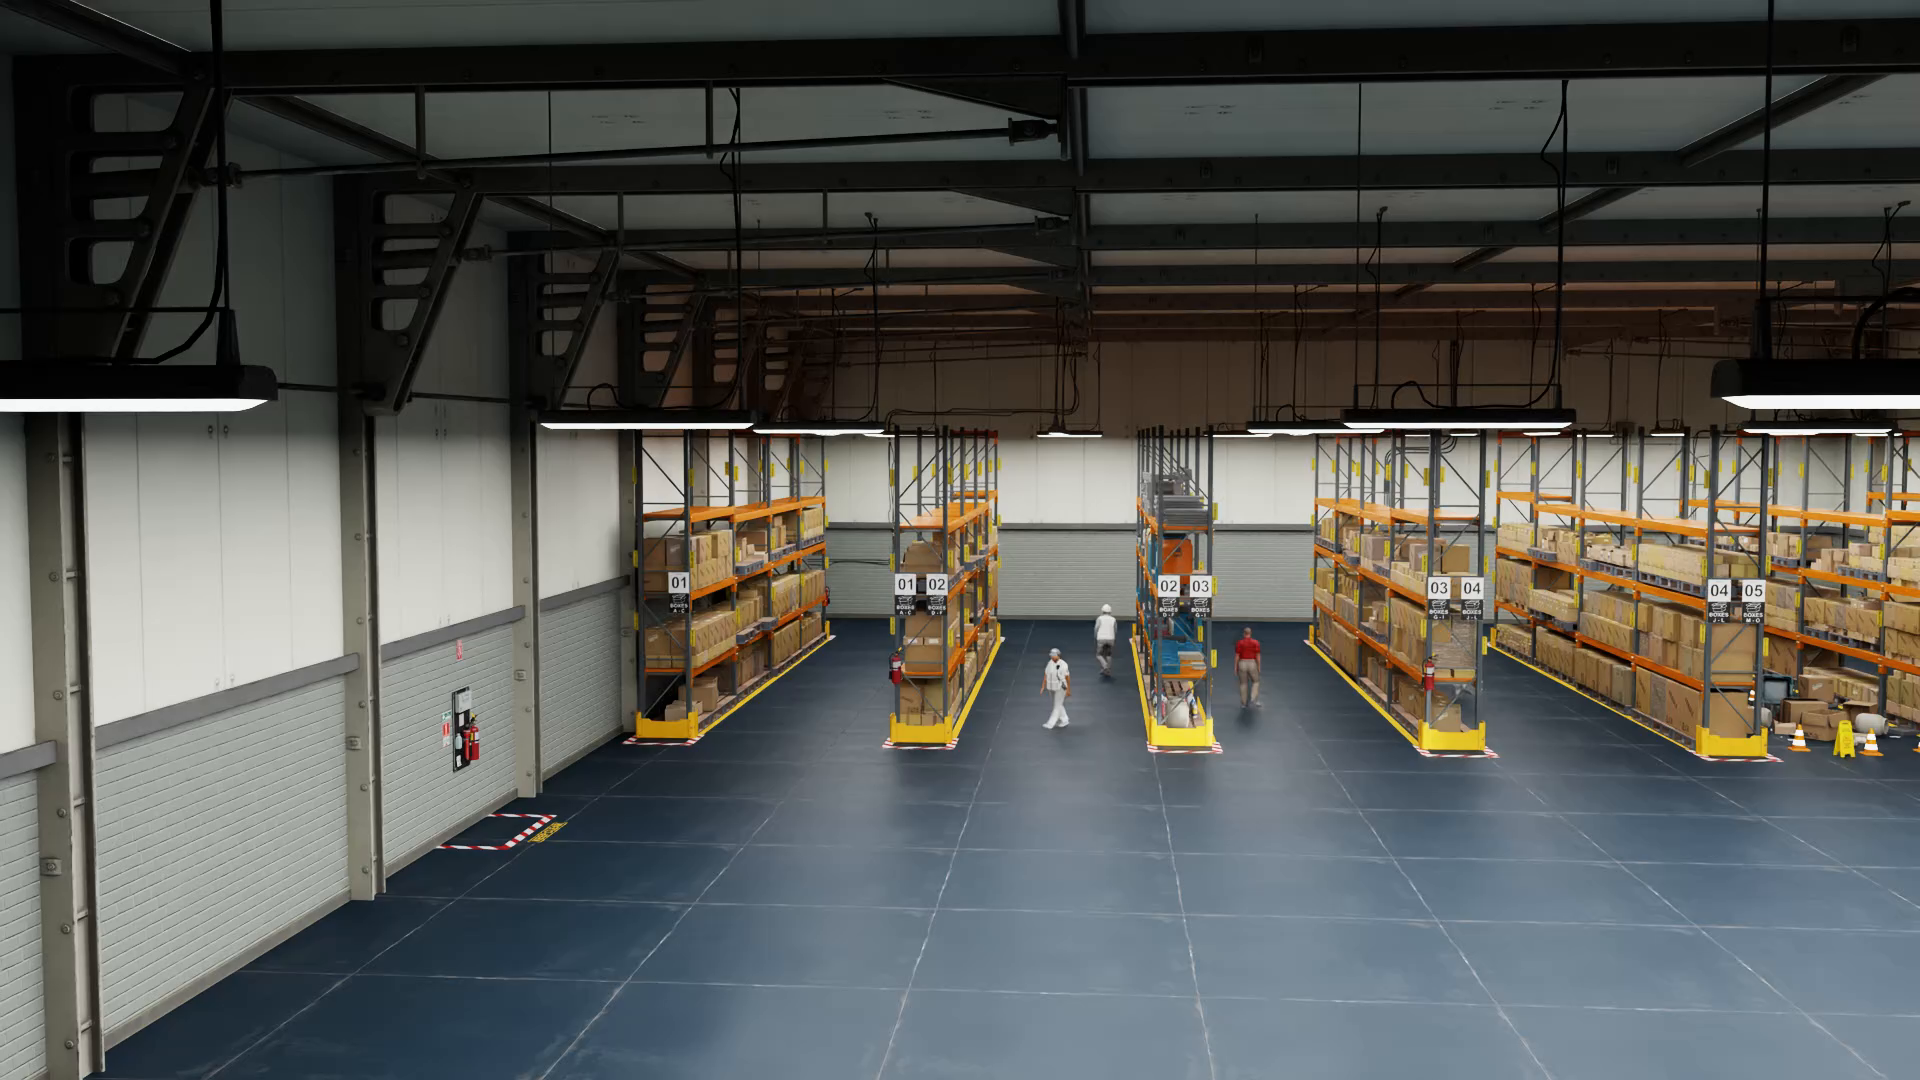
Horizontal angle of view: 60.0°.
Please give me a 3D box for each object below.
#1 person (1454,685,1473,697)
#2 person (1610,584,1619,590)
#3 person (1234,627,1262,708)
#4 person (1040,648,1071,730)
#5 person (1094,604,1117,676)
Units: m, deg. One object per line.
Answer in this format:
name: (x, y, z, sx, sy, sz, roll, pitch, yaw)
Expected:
person: (11.132, 2.609, 37.026, 0.575, 1.790, 0.530, 1, 3, 9)
person: (18.522, 2.066, 46.992, 0.965, 1.642, 0.437, 0, 3, 5)
person: (6.155, 2.728, 35.506, 0.587, 1.723, 0.482, 1, 4, 13)
person: (1.851, 2.934, 32.782, 0.503, 1.602, 1.058, 3, 5, 45)
person: (3.553, 2.439, 40.441, 0.598, 1.717, 0.718, -1, 3, -10)
